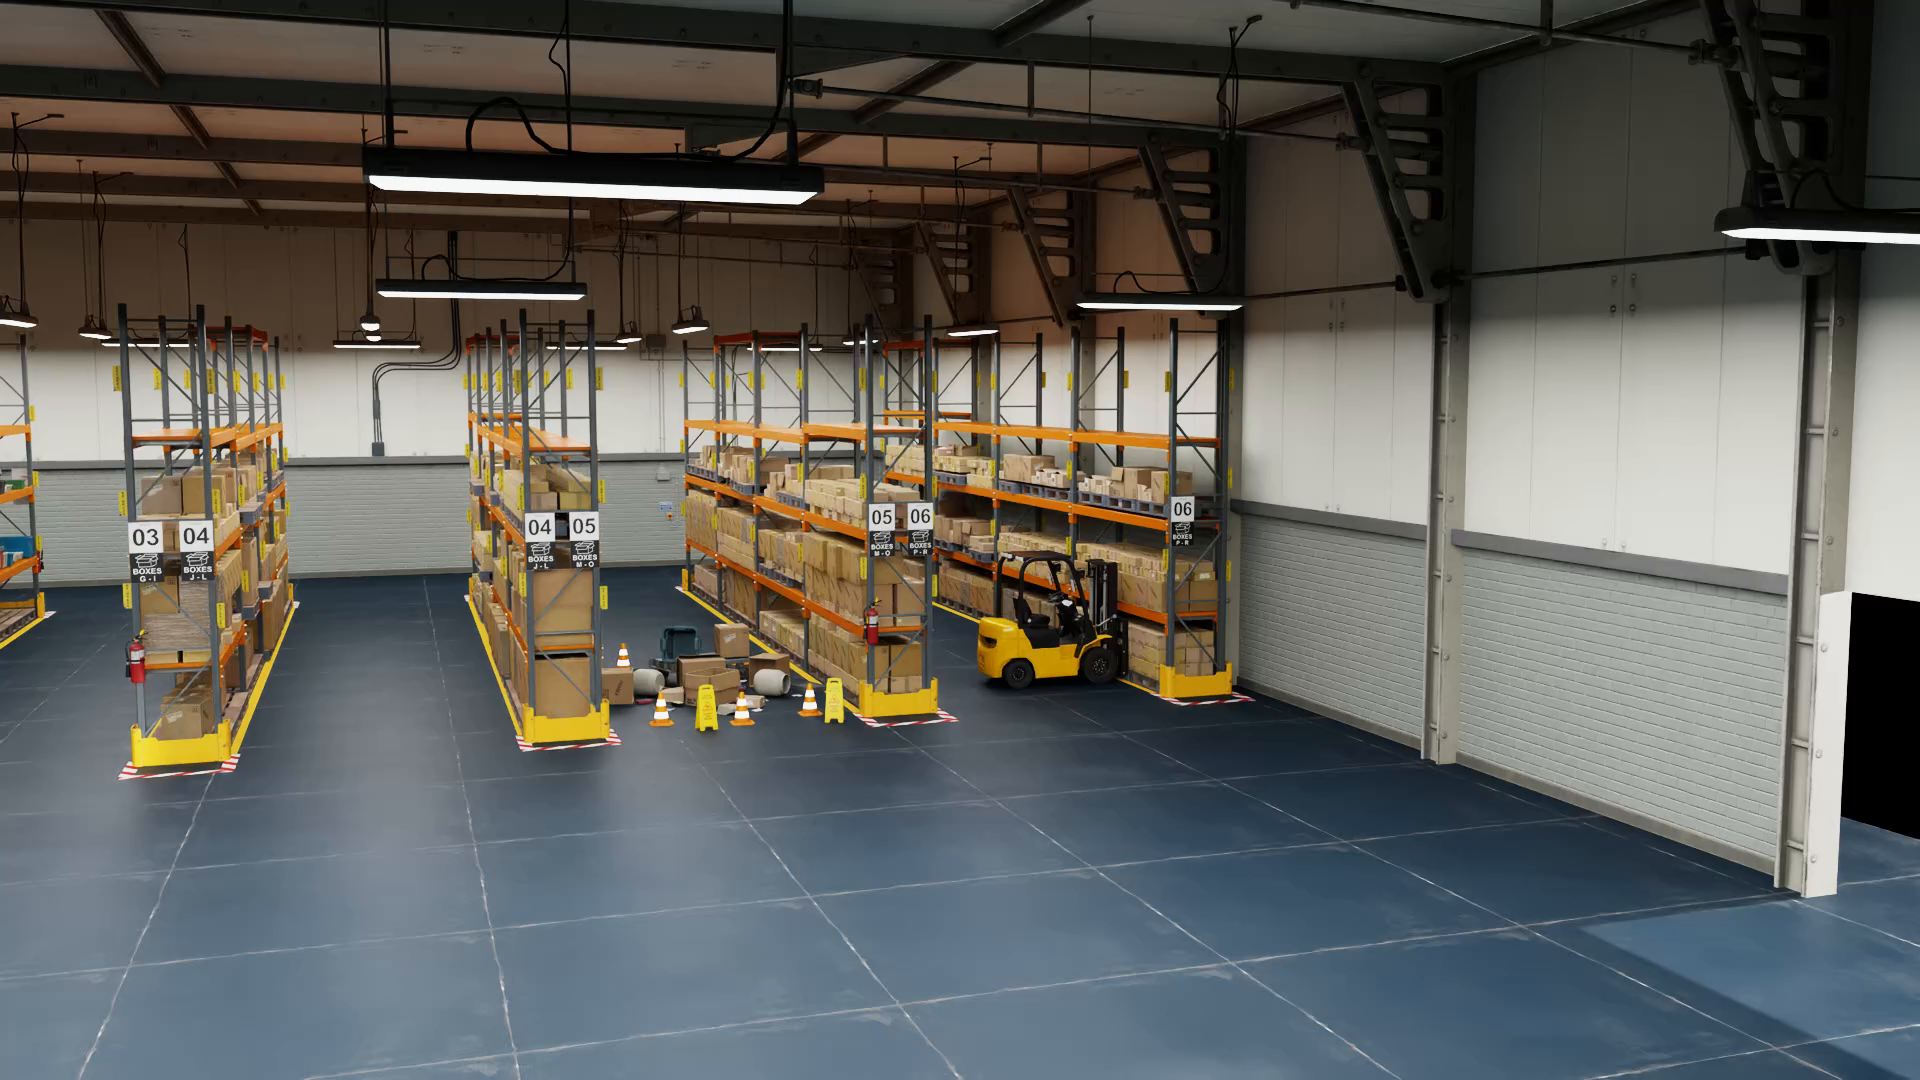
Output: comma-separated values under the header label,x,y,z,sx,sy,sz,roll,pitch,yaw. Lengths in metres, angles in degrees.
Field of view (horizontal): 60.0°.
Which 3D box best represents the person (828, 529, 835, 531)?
label,x,y,z,sx,sy,sz,roll,pitch,yaw
person,-2.997,0.317,40.287,0.557,1.739,0.400,3,6,28
